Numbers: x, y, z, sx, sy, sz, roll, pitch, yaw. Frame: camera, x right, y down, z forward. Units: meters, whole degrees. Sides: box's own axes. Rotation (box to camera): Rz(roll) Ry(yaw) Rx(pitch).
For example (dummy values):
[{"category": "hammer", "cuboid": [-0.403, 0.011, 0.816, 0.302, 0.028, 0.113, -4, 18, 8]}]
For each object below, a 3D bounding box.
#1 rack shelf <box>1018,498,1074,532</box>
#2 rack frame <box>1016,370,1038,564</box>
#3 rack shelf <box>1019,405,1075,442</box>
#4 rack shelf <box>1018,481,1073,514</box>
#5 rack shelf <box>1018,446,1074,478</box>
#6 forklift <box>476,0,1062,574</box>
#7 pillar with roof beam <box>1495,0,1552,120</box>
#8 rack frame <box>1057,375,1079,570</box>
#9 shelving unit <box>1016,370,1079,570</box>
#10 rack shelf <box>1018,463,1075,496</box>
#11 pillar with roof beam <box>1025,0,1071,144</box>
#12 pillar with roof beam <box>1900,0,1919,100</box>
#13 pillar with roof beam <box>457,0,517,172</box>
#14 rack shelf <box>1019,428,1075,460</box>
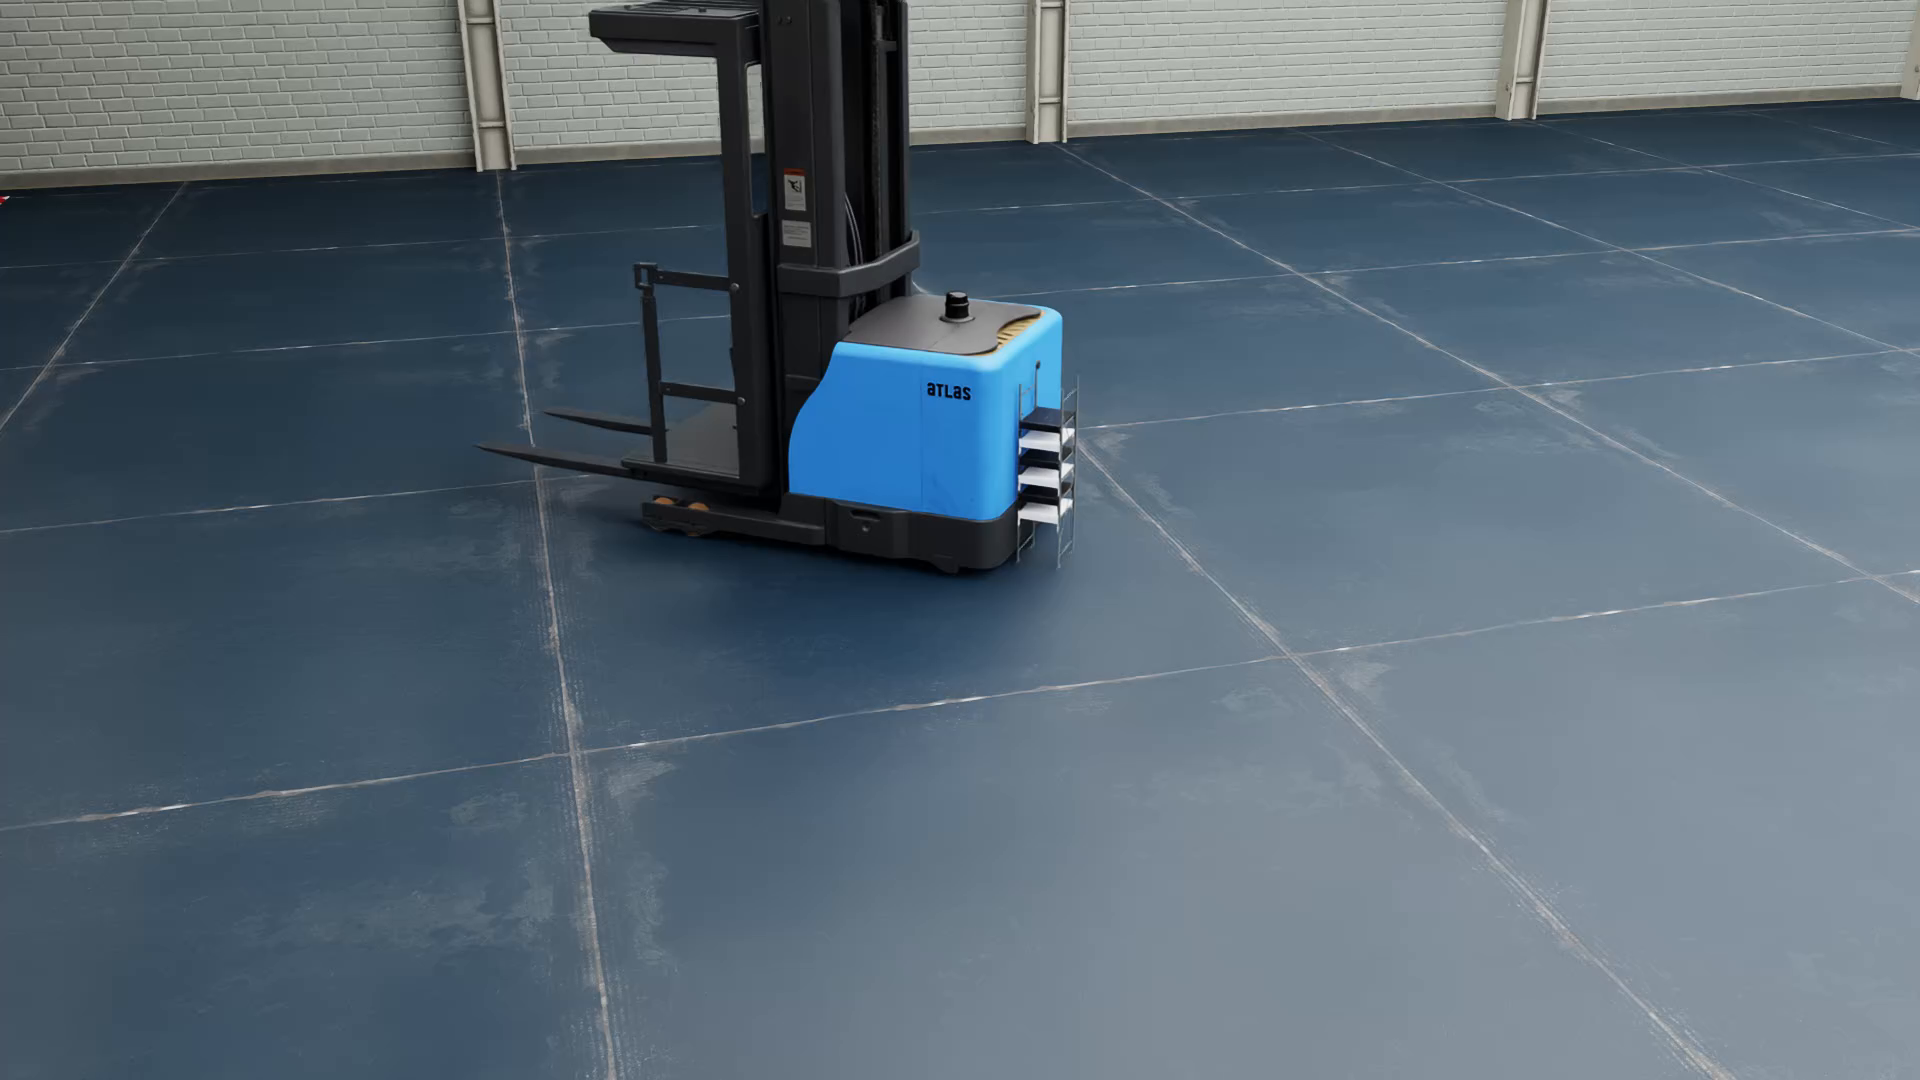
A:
[{"category": "rack shelf", "cuboid": [0.413, -0.133, 7.960, 0.200, 0.077, 0.258, 9, 25, 20]}, {"category": "rack frame", "cuboid": [0.318, -0.344, 7.910, 0.006, 0.900, 0.240, 9, 25, 20]}, {"category": "rack shelf", "cuboid": [0.413, -0.547, 7.782, 0.200, 0.077, 0.258, 9, 25, 20]}, {"category": "rack shelf", "cuboid": [0.413, -0.216, 7.924, 0.200, 0.077, 0.258, 9, 25, 20]}, {"category": "rack shelf", "cuboid": [0.413, -0.381, 7.853, 0.200, 0.077, 0.258, 9, 25, 20]}, {"category": "forklift", "cuboid": [-1.052, -1.545, 8.133, 3.031, 2.935, 1.130, 9, 25, 20]}, {"category": "pillar with roof beam", "cuboid": [7.909, -7.639, 14.641, 0.400, 9.000, 9.100, -6, 24, -14]}, {"category": "rack frame", "cuboid": [0.507, -0.314, 7.841, 0.006, 0.900, 0.240, 9, 25, 20]}, {"category": "shelving unit", "cuboid": [0.413, -0.329, 7.876, 0.210, 0.900, 0.258, 9, 25, 20]}, {"category": "rack shelf", "cuboid": [0.413, -0.298, 7.889, 0.200, 0.077, 0.258, 9, 25, 20]}, {"category": "pillar with roof beam", "cuboid": [2.132, -7.000, 13.152, 0.400, 9.000, 9.100, -6, 24, -14]}, {"category": "pillar with roof beam", "cuboid": [13.686, -8.278, 16.131, 0.400, 9.000, 9.100, -6, 24, -14]}, {"category": "pillar with roof beam", "cuboid": [-3.645, -6.361, 11.662, 0.400, 9.000, 9.100, -6, 24, -14]}, {"category": "rack shelf", "cuboid": [0.413, -0.464, 7.818, 0.200, 0.077, 0.258, 9, 25, 20]}]
